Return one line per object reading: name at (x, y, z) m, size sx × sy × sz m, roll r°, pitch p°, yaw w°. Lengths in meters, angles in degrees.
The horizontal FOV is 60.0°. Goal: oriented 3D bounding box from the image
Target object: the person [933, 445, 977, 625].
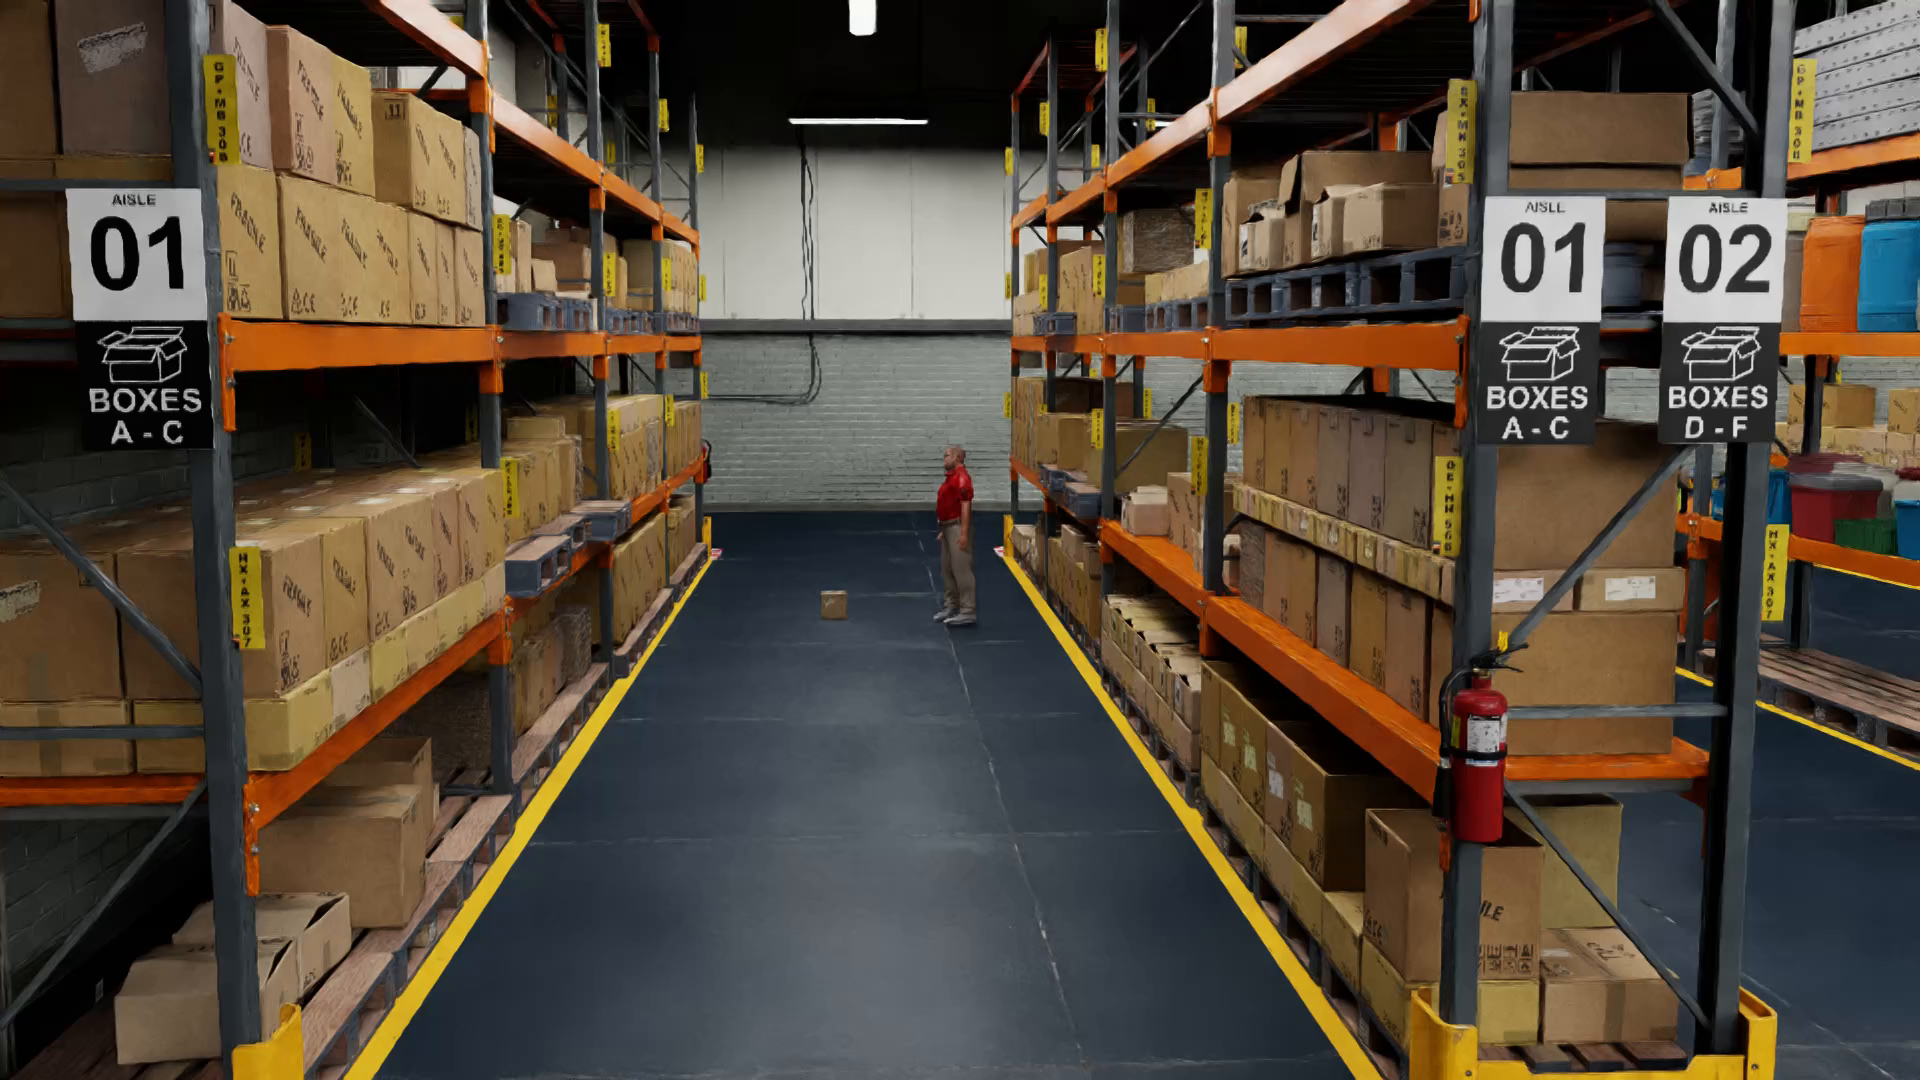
person at (-0.053, -0.063, 16.230) m, size 0.401 × 1.726 × 0.546 m, roll -2°, pitch 7°, yaw -14°
